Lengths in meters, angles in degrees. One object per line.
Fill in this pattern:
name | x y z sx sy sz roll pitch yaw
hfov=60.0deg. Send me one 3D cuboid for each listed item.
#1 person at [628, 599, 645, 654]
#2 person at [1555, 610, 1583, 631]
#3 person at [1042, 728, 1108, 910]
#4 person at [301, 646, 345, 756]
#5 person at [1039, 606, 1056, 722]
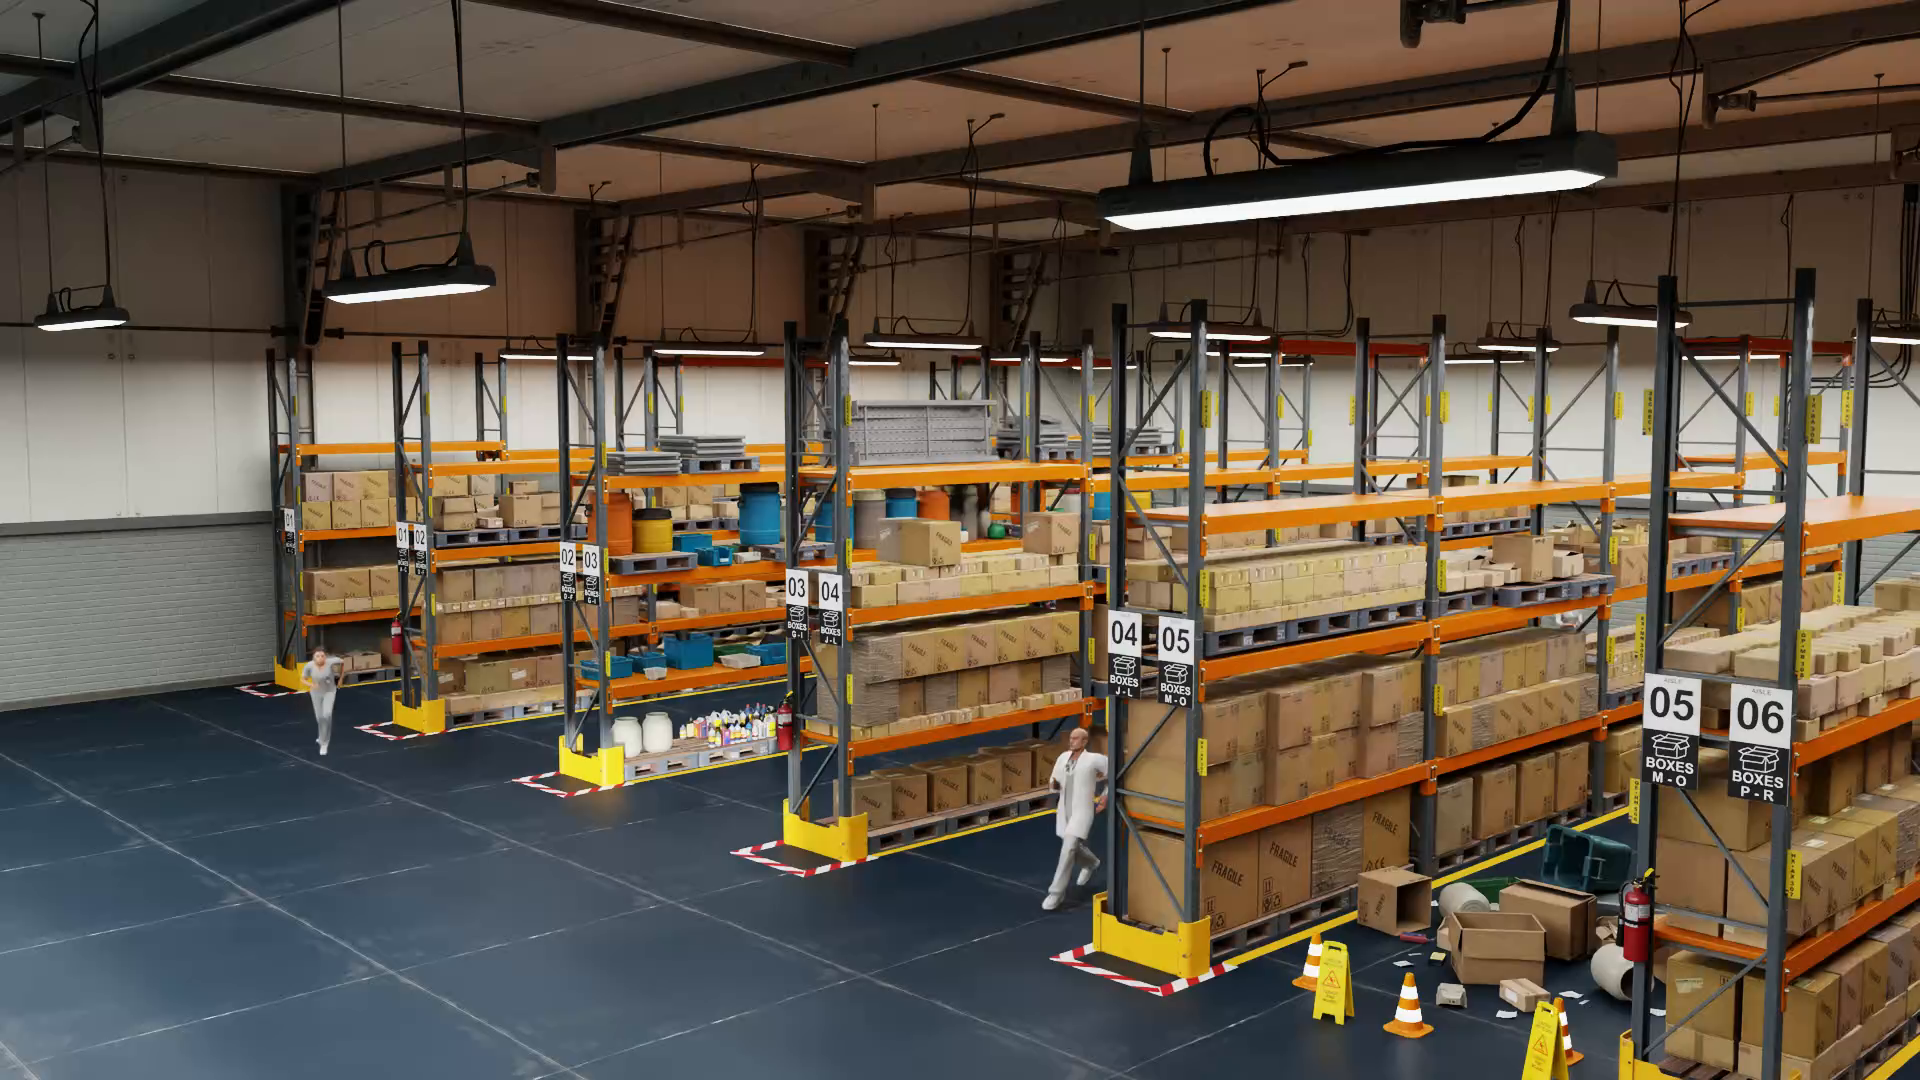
person | -5.998 1.699 30.467 0.542 1.663 0.703 -4 6 -40
person | 11.170 1.742 30.461 0.546 1.550 0.546 0 5 3
person | 1.165 2.800 17.012 0.729 1.736 1.129 5 7 44
person | -9.286 2.301 24.277 0.604 1.618 0.960 -2 5 -19
person | 1.481 1.866 25.289 0.581 1.737 0.749 4 6 39
